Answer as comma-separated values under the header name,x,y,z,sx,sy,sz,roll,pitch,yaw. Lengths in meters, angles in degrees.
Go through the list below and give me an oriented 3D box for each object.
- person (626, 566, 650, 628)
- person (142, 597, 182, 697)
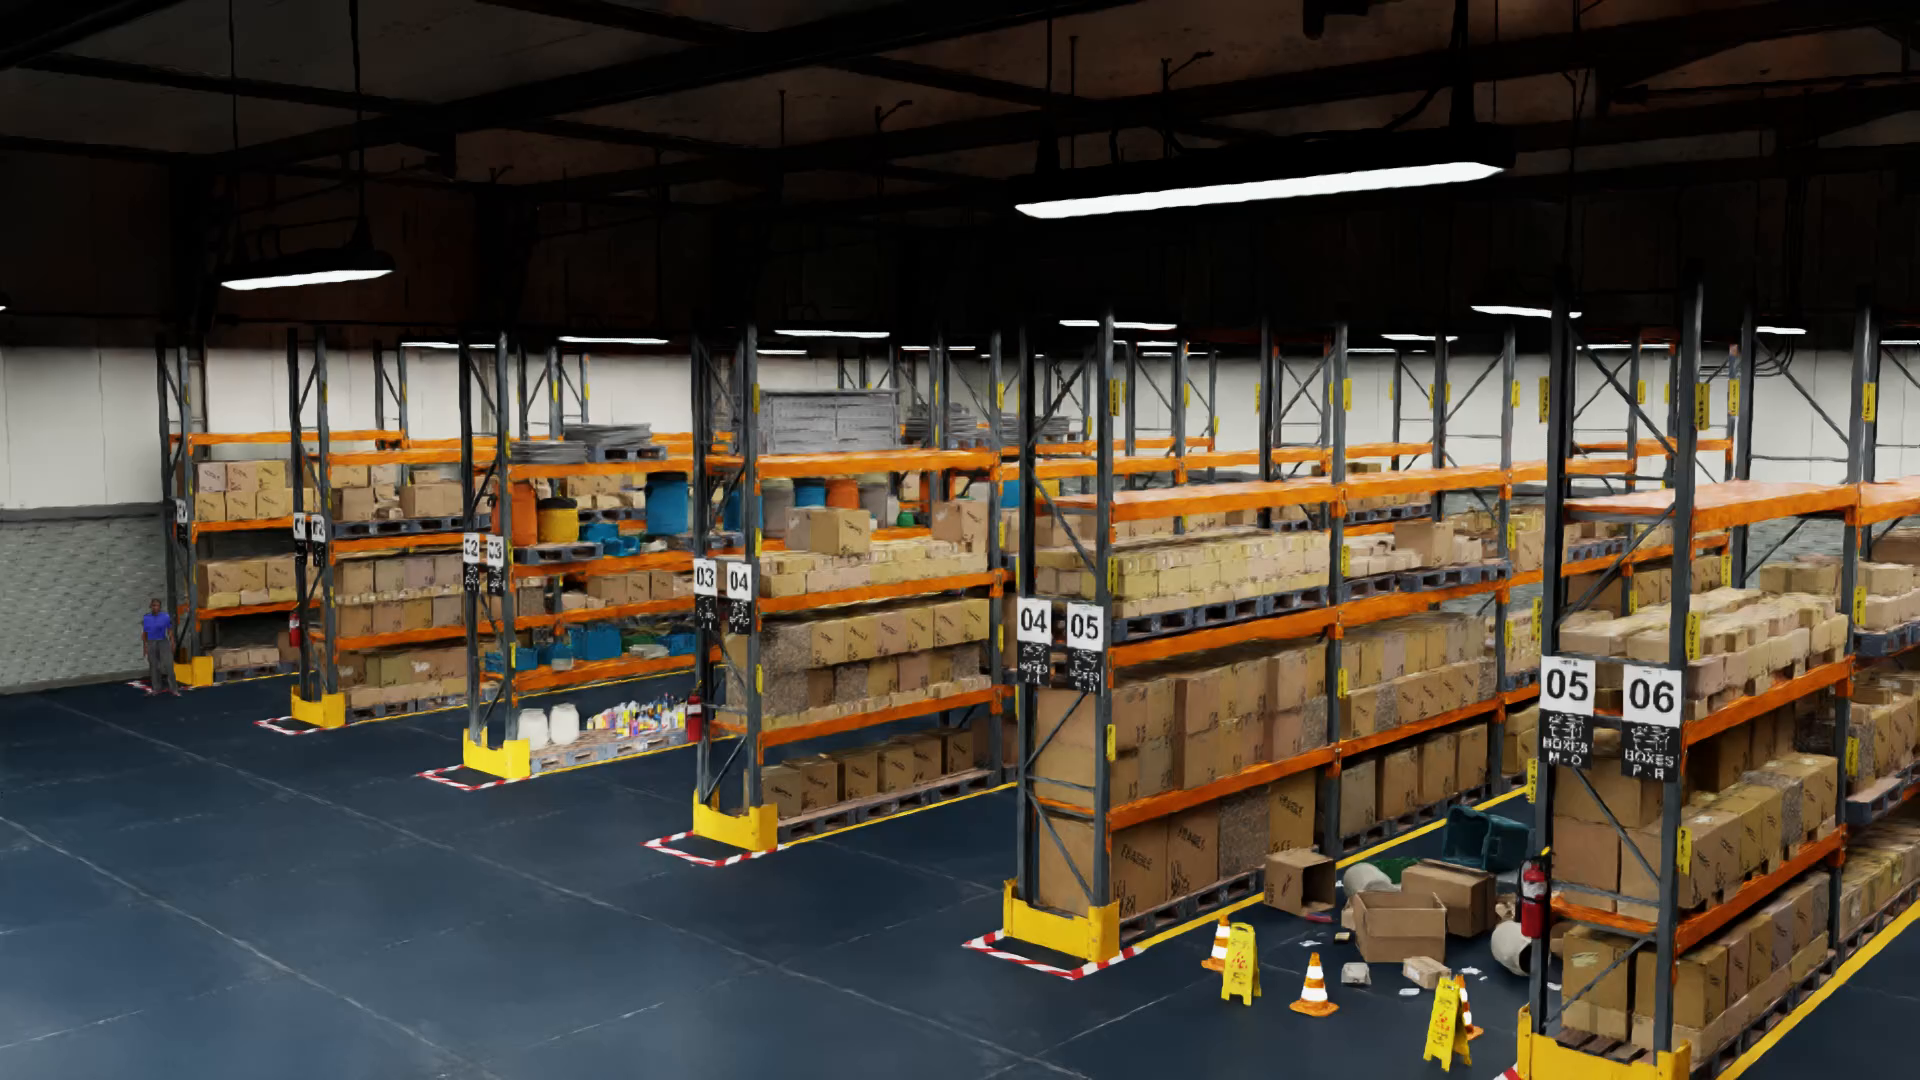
name,x,y,z,sx,sy,sz,roll,pitch,yaw
person,-6.305,1.244,32.625,0.729,1.733,0.546,5,7,41
person,-13.161,1.770,27.388,0.700,1.636,0.556,-1,5,-10
